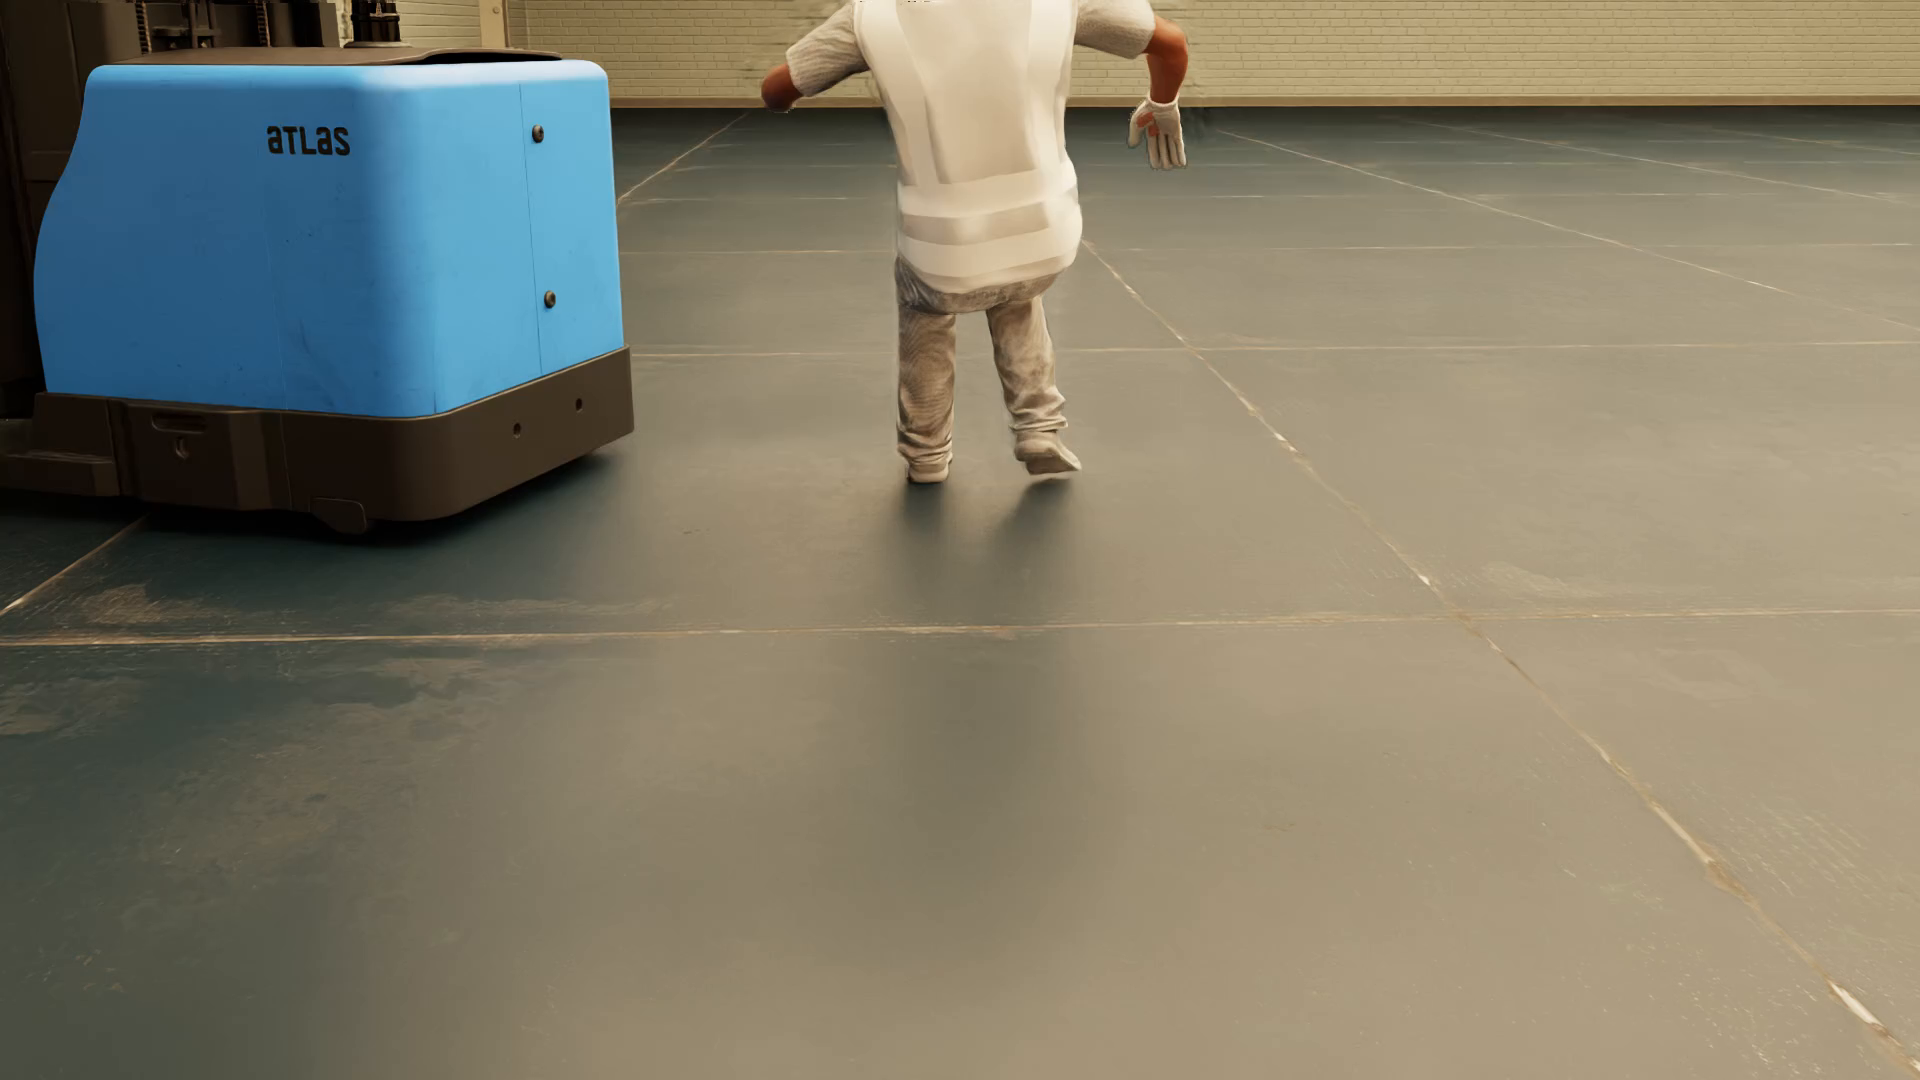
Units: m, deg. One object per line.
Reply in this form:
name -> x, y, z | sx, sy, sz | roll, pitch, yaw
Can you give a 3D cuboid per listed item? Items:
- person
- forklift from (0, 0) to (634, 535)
person -> 0.027, -0.845, 4.064 | 1.027, 1.543, 0.882 | -4, 17, -13
forklift -> -2.492, -1.643, 4.279 | 3.031, 2.935, 1.130 | 5, 18, 16
